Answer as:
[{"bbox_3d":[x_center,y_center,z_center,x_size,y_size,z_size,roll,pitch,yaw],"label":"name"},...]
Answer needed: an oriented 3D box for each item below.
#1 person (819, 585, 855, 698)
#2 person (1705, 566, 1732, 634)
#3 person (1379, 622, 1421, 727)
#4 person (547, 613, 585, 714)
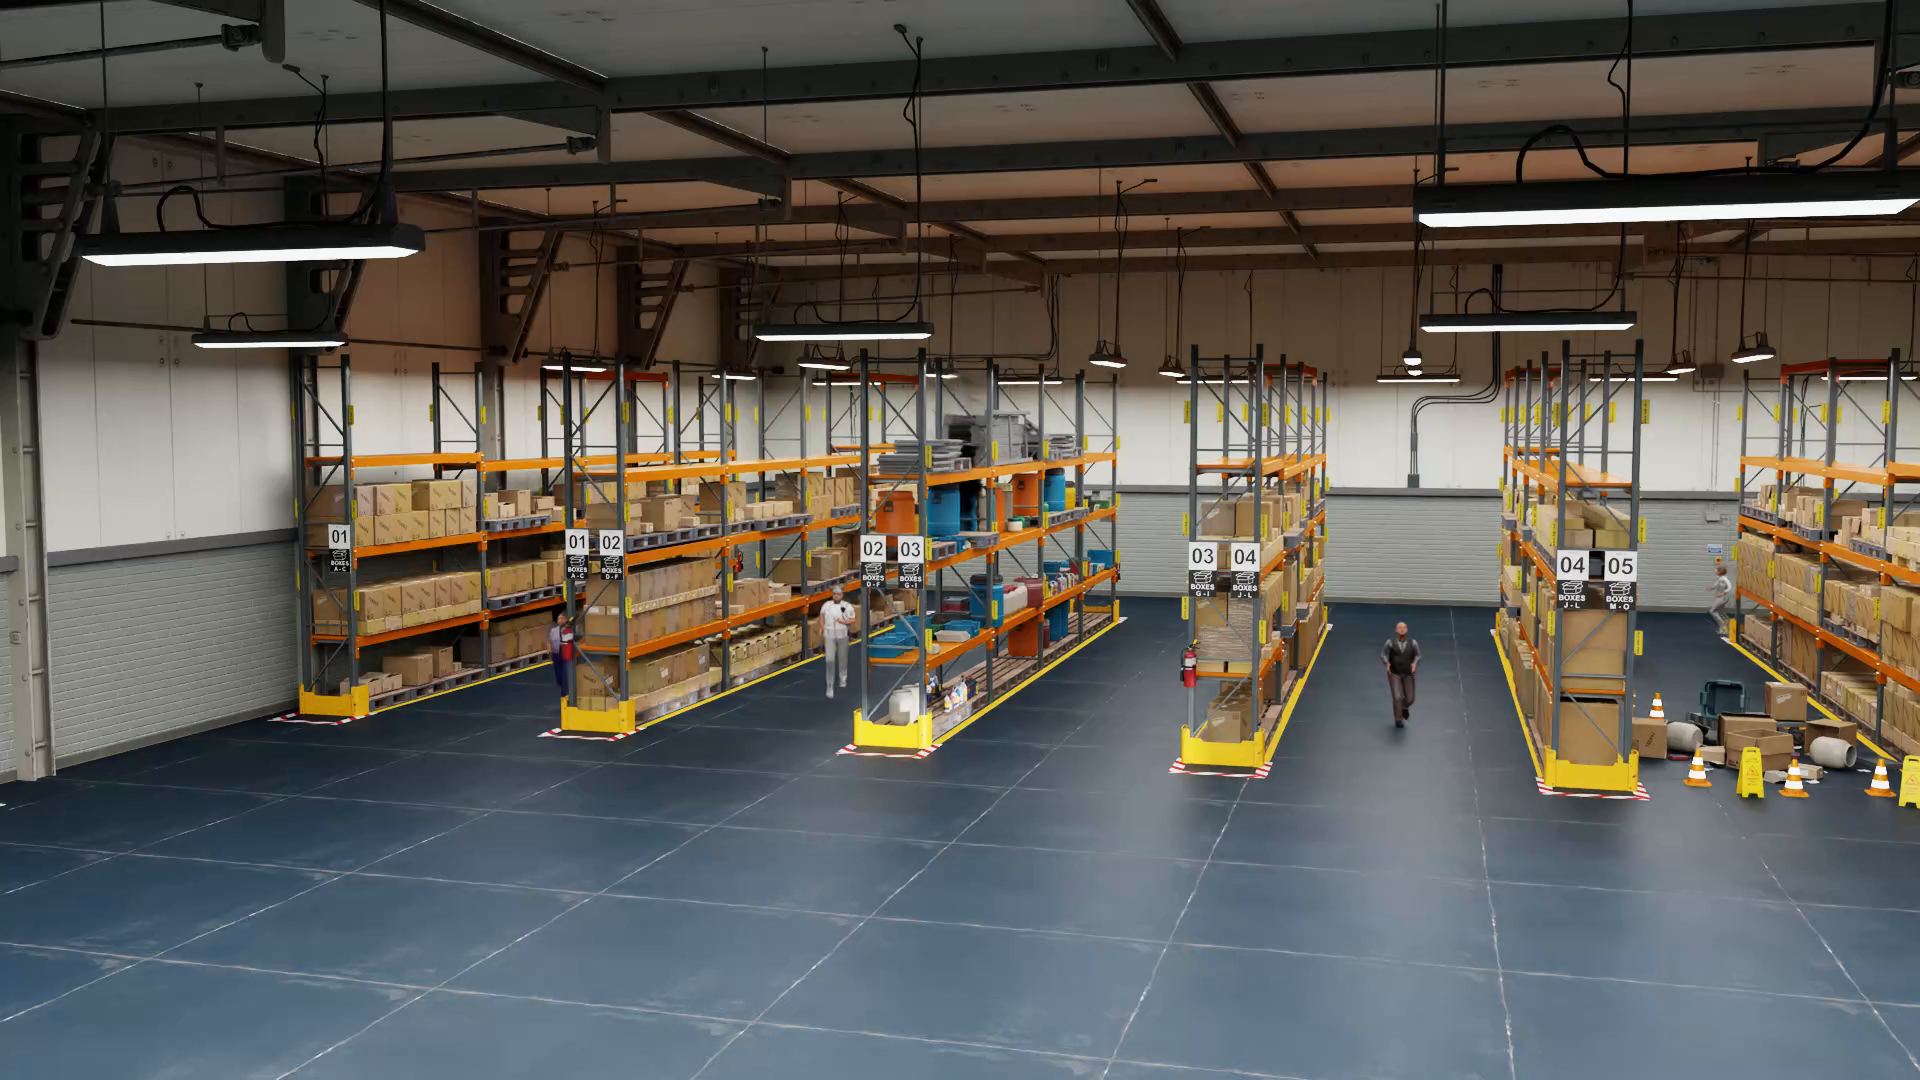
[{"bbox_3d":[-2.109,1.719,28.458,0.631,1.907,0.757,0,4,-1],"label":"person"},{"bbox_3d":[17.337,1.376,37.925,0.634,1.575,0.541,2,5,21],"label":"person"},{"bbox_3d":[7.092,2.158,26.778,0.660,1.674,0.619,1,4,8],"label":"person"},{"bbox_3d":[-6.735,2.061,28.310,0.606,1.662,0.923,1,4,8],"label":"person"}]
